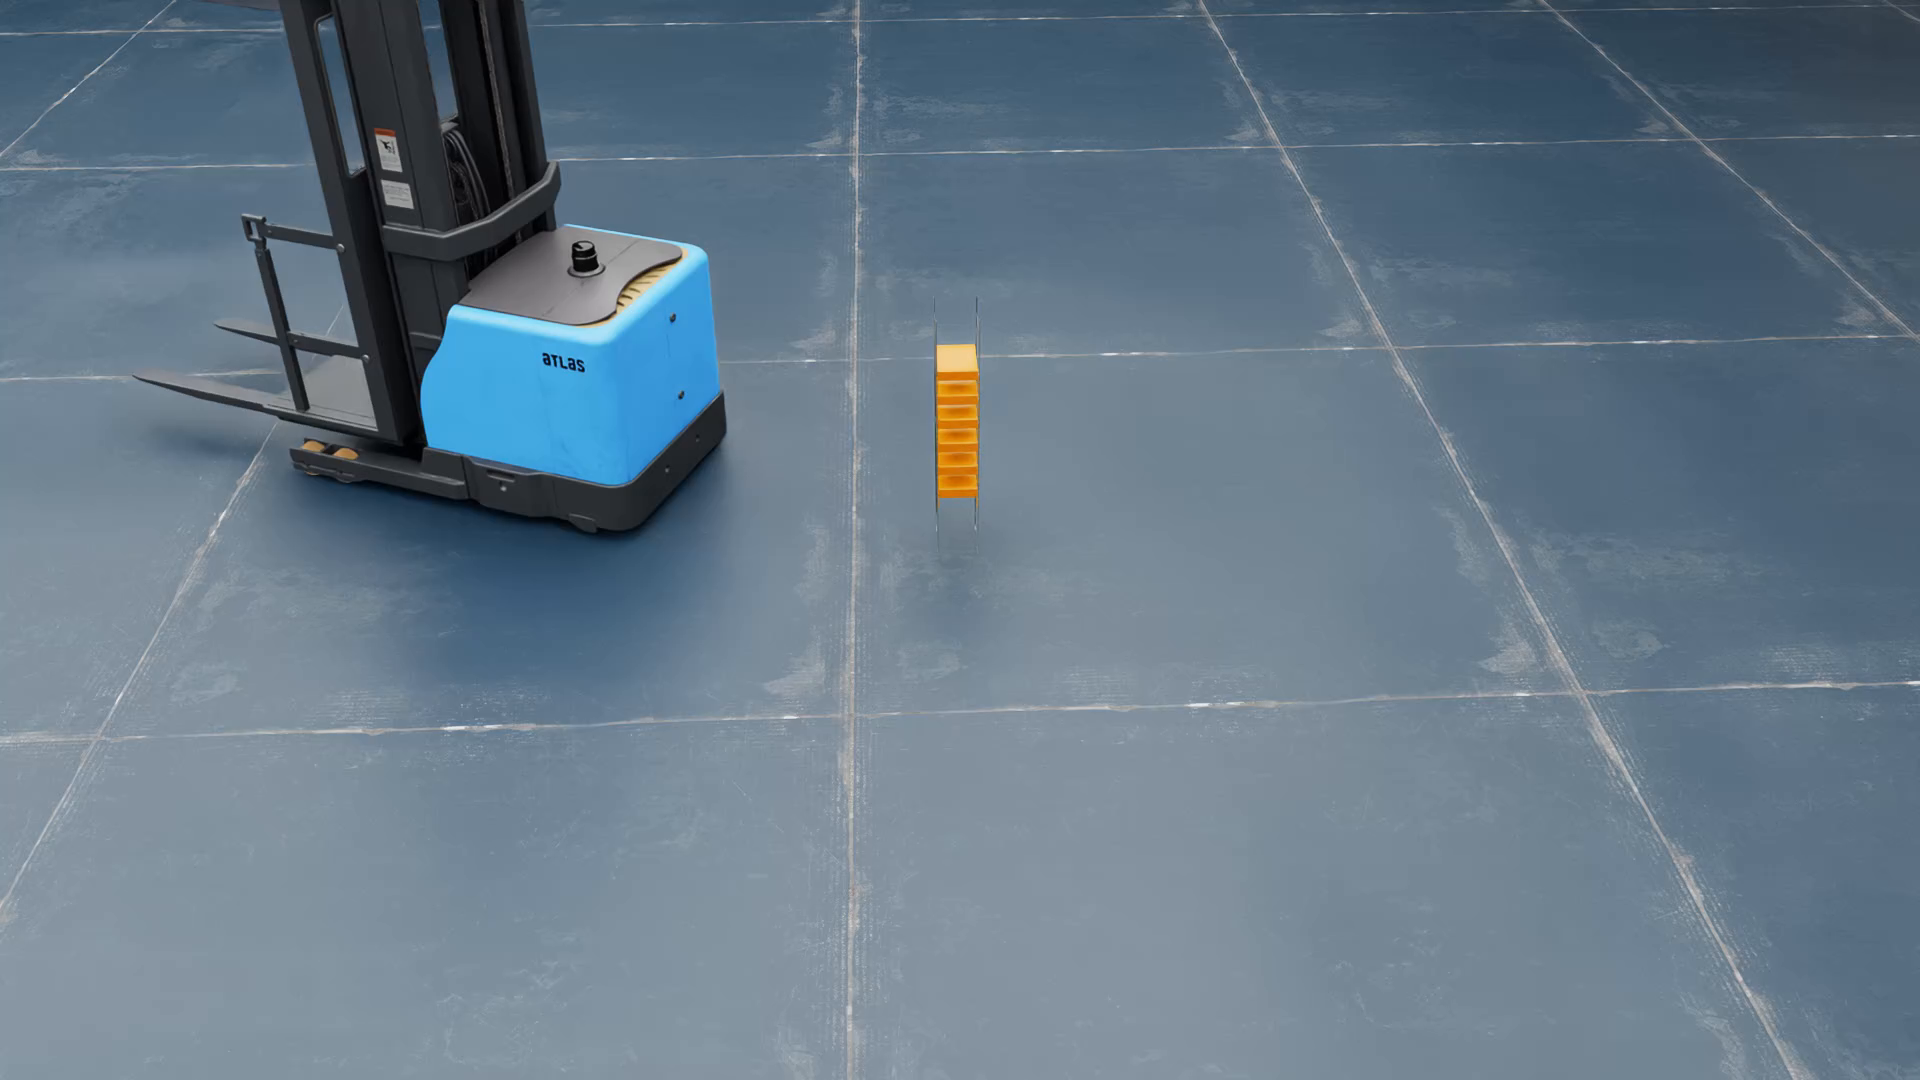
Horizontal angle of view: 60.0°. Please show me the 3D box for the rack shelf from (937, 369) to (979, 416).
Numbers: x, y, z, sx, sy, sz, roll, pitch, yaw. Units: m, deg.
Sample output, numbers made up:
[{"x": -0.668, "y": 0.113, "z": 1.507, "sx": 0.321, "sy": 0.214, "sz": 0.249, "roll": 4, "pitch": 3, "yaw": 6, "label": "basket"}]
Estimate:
[{"x": -0.014, "y": -0.654, "z": 7.297, "sx": 0.180, "sy": 0.103, "sz": 0.258, "roll": -2, "pitch": 35, "yaw": -2, "label": "rack shelf"}]

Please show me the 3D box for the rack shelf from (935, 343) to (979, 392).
[{"x": -0.014, "y": -0.752, "z": 7.228, "sx": 0.180, "sy": 0.103, "sz": 0.258, "roll": -2, "pitch": 35, "yaw": -2, "label": "rack shelf"}]

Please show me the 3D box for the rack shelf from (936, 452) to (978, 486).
[{"x": -0.014, "y": -0.358, "z": 7.502, "sx": 0.180, "sy": 0.103, "sz": 0.258, "roll": -2, "pitch": 35, "yaw": -2, "label": "rack shelf"}]

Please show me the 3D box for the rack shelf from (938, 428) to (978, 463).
[{"x": -0.014, "y": -0.456, "z": 7.433, "sx": 0.180, "sy": 0.103, "sz": 0.258, "roll": -2, "pitch": 35, "yaw": -2, "label": "rack shelf"}]

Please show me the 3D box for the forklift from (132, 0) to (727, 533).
[{"x": -2.751, "y": -1.752, "z": 7.706, "sx": 3.031, "sy": 2.935, "sz": 1.130, "roll": 12, "pitch": 36, "yaw": 17, "label": "forklift"}]

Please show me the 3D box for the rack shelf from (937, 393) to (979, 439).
[{"x": -0.014, "y": -0.555, "z": 7.365, "sx": 0.180, "sy": 0.103, "sz": 0.258, "roll": -2, "pitch": 35, "yaw": -2, "label": "rack shelf"}]

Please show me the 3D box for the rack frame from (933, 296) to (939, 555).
[{"x": -0.106, "y": -0.491, "z": 7.404, "sx": 0.006, "sy": 1.200, "sz": 0.240, "roll": -2, "pitch": 35, "yaw": -2, "label": "rack frame"}]

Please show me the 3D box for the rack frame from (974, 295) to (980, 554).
[{"x": 0.077, "y": -0.495, "z": 7.412, "sx": 0.006, "sy": 1.200, "sz": 0.240, "roll": -2, "pitch": 35, "yaw": -2, "label": "rack frame"}]

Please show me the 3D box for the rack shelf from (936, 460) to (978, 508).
[{"x": -0.014, "y": -0.259, "z": 7.570, "sx": 0.180, "sy": 0.103, "sz": 0.258, "roll": -2, "pitch": 35, "yaw": -2, "label": "rack shelf"}]

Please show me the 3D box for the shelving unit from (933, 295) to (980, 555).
[{"x": -0.014, "y": -0.493, "z": 7.408, "sx": 0.189, "sy": 1.200, "sz": 0.258, "roll": -2, "pitch": 35, "yaw": -2, "label": "shelving unit"}]
